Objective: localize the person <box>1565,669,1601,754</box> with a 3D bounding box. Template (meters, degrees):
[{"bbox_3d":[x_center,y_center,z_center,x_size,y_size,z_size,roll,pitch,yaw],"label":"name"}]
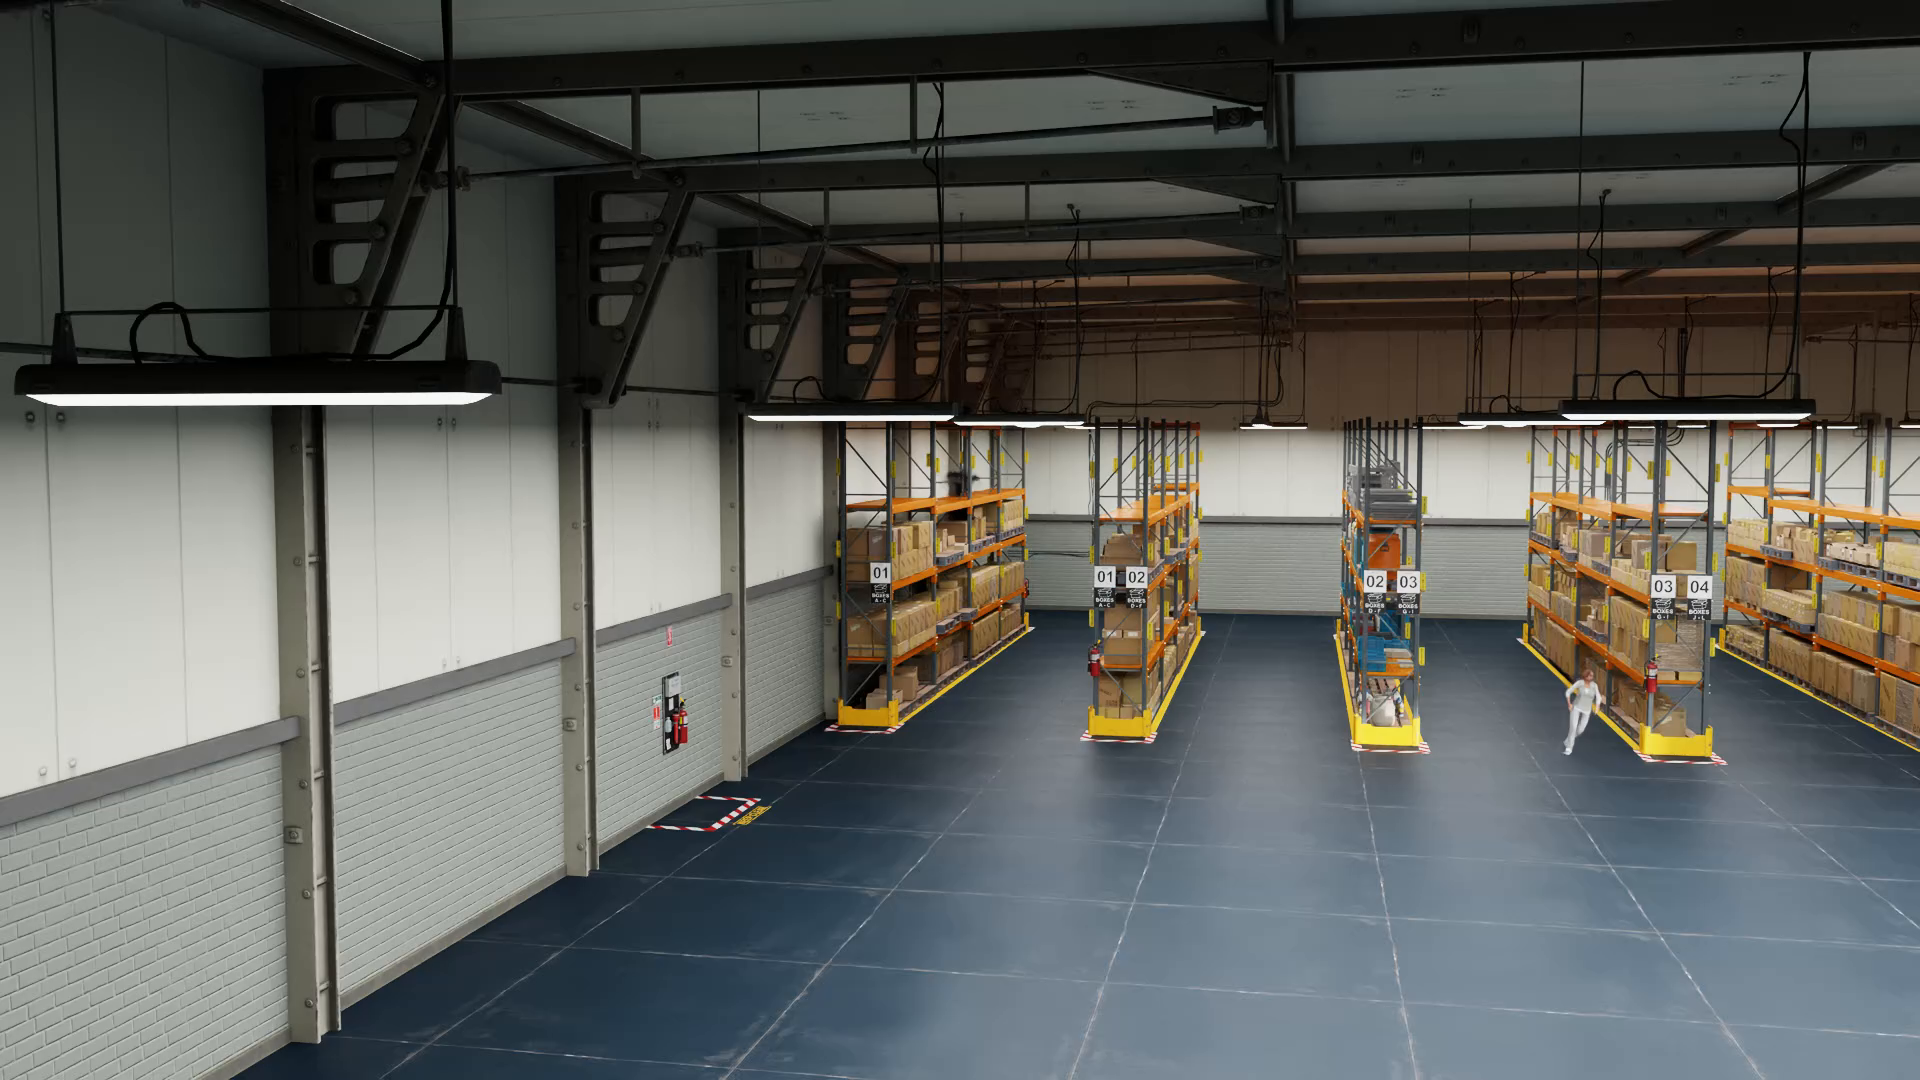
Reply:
[{"bbox_3d":[11.109,3.046,29.741,0.637,1.520,0.609,0,4,7],"label":"person"}]
